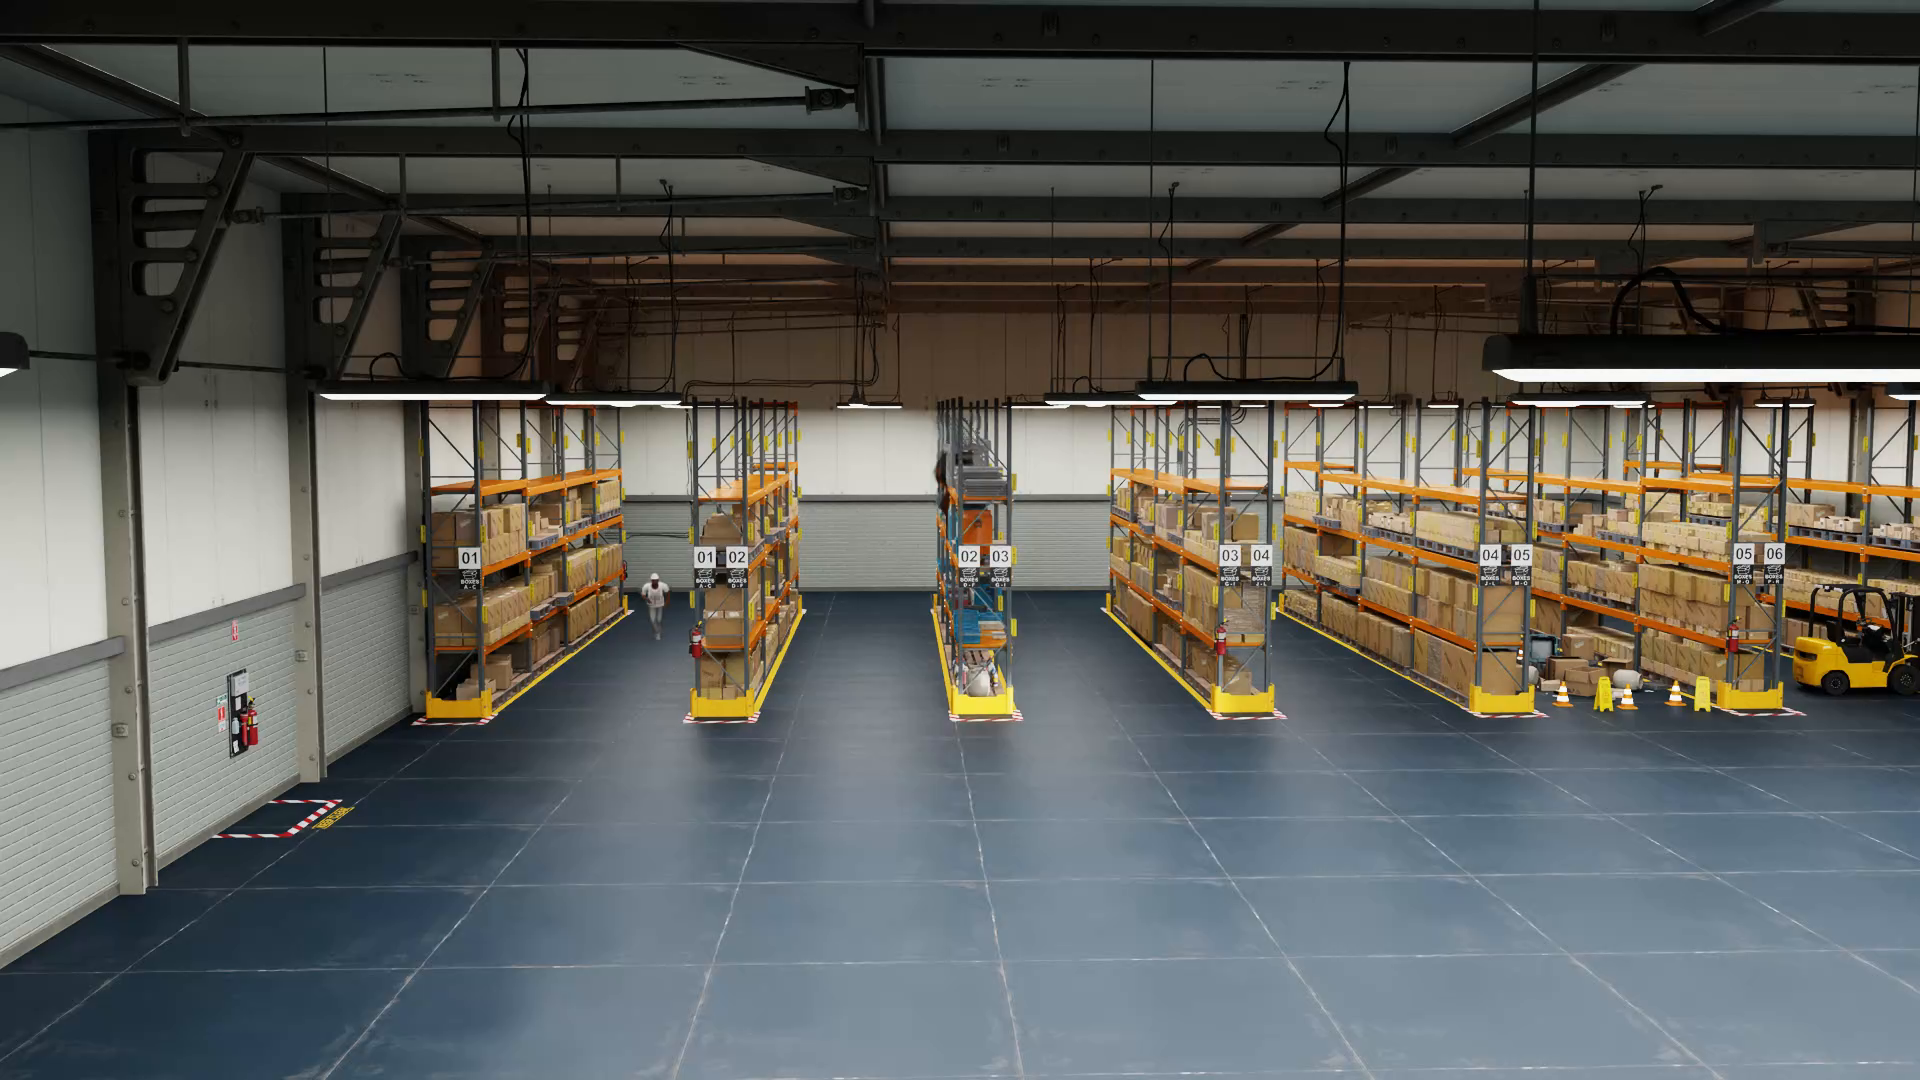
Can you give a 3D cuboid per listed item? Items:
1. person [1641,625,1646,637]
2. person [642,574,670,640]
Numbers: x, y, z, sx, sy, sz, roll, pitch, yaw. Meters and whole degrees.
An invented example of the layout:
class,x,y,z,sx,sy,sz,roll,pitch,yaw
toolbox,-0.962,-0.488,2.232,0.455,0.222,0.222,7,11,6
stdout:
class,x,y,z,sx,sy,sz,roll,pitch,yaw
person,16.545,1.793,39.727,0.701,1.801,1.002,0,4,-3
person,-7.607,1.677,41.607,0.687,1.681,0.718,0,4,-4
